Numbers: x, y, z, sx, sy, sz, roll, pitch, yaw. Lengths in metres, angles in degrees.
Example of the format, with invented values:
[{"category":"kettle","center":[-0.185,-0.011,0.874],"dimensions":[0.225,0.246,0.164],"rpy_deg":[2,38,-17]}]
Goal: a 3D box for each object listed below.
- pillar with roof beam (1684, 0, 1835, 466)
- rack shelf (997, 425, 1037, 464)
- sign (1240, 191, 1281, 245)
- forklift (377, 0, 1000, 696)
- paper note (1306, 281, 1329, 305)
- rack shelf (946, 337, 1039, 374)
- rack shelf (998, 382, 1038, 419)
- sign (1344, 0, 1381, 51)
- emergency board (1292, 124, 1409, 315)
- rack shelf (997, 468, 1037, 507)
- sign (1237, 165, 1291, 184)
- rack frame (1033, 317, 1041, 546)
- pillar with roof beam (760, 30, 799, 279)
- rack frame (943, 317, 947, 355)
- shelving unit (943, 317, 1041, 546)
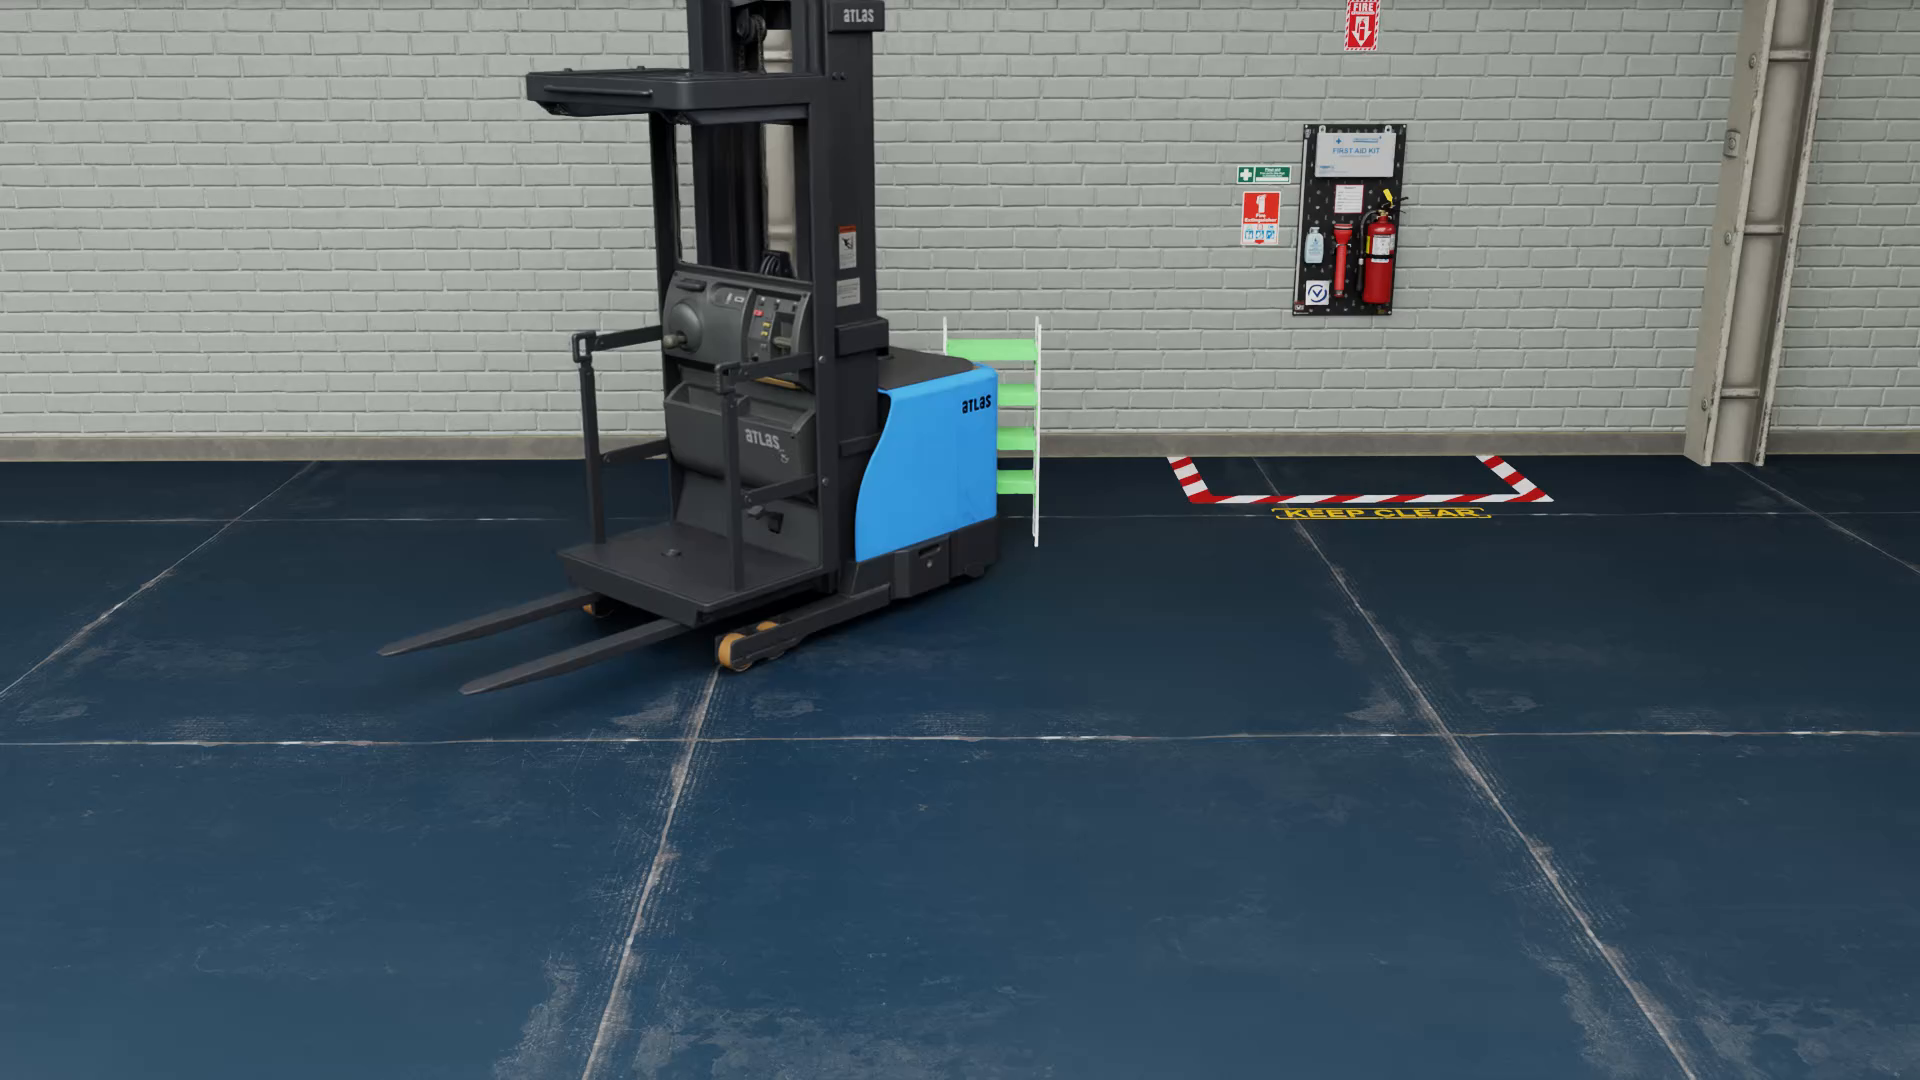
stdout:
[{"category":"pillar with roof beam","center":[4.953,-3.486,5.183],"dimensions":[0.400,9.000,9.100],"rpy_deg":[0,18,-1]},{"category":"rack shelf","center":[0.166,-0.511,8.886],"dimensions":[0.480,0.148,0.258],"rpy_deg":[0,18,-1]},{"category":"sign","center":[1.859,-1.990,10.281],"dimensions":[0.234,0.329,0.001],"rpy_deg":[0,18,-1]},{"category":"forklift","center":[-1.155,-0.996,7.355],"dimensions":[1.130,2.935,3.031],"rpy_deg":[15,23,39]},{"category":"paper note","center":[2.235,-1.545,10.395],"dimensions":[0.142,0.148,0.016],"rpy_deg":[0,18,-1]},{"category":"rack shelf","center":[0.166,-0.968,8.740],"dimensions":[0.480,0.148,0.258],"rpy_deg":[0,18,-1]},{"category":"rack shelf","center":[0.166,-0.740,8.813],"dimensions":[0.480,0.148,0.258],"rpy_deg":[0,18,-1]},{"category":"sign","center":[2.404,-3.078,9.938],"dimensions":[0.199,0.298,0.001],"rpy_deg":[0,18,-1]},{"category":"emergency board","center":[2.413,-1.944,10.197],"dimensions":[0.643,1.169,0.194],"rpy_deg":[0,18,-1]},{"category":"rack shelf","center":[0.166,-0.283,8.960],"dimensions":[0.480,0.148,0.258],"rpy_deg":[0,18,-1]},{"category":"sign","center":[1.863,-2.239,10.192],"dimensions":[0.331,0.109,0.001],"rpy_deg":[0,18,-1]},{"category":"rack frame","center":[0.409,-0.573,8.870],"dimensions":[0.015,1.200,0.240],"rpy_deg":[0,18,-1]},{"category":"pillar with roof beam","center":[-1.047,-3.457,5.093],"dimensions":[0.400,9.000,9.100],"rpy_deg":[0,18,-1]},{"category":"rack frame","center":[-0.078,-0.571,8.863],"dimensions":[0.015,1.200,0.240],"rpy_deg":[0,18,-1]},{"category":"shelving unit","center":[0.166,-0.572,8.867],"dimensions":[0.503,1.200,0.258],"rpy_deg":[0,18,-1]}]
